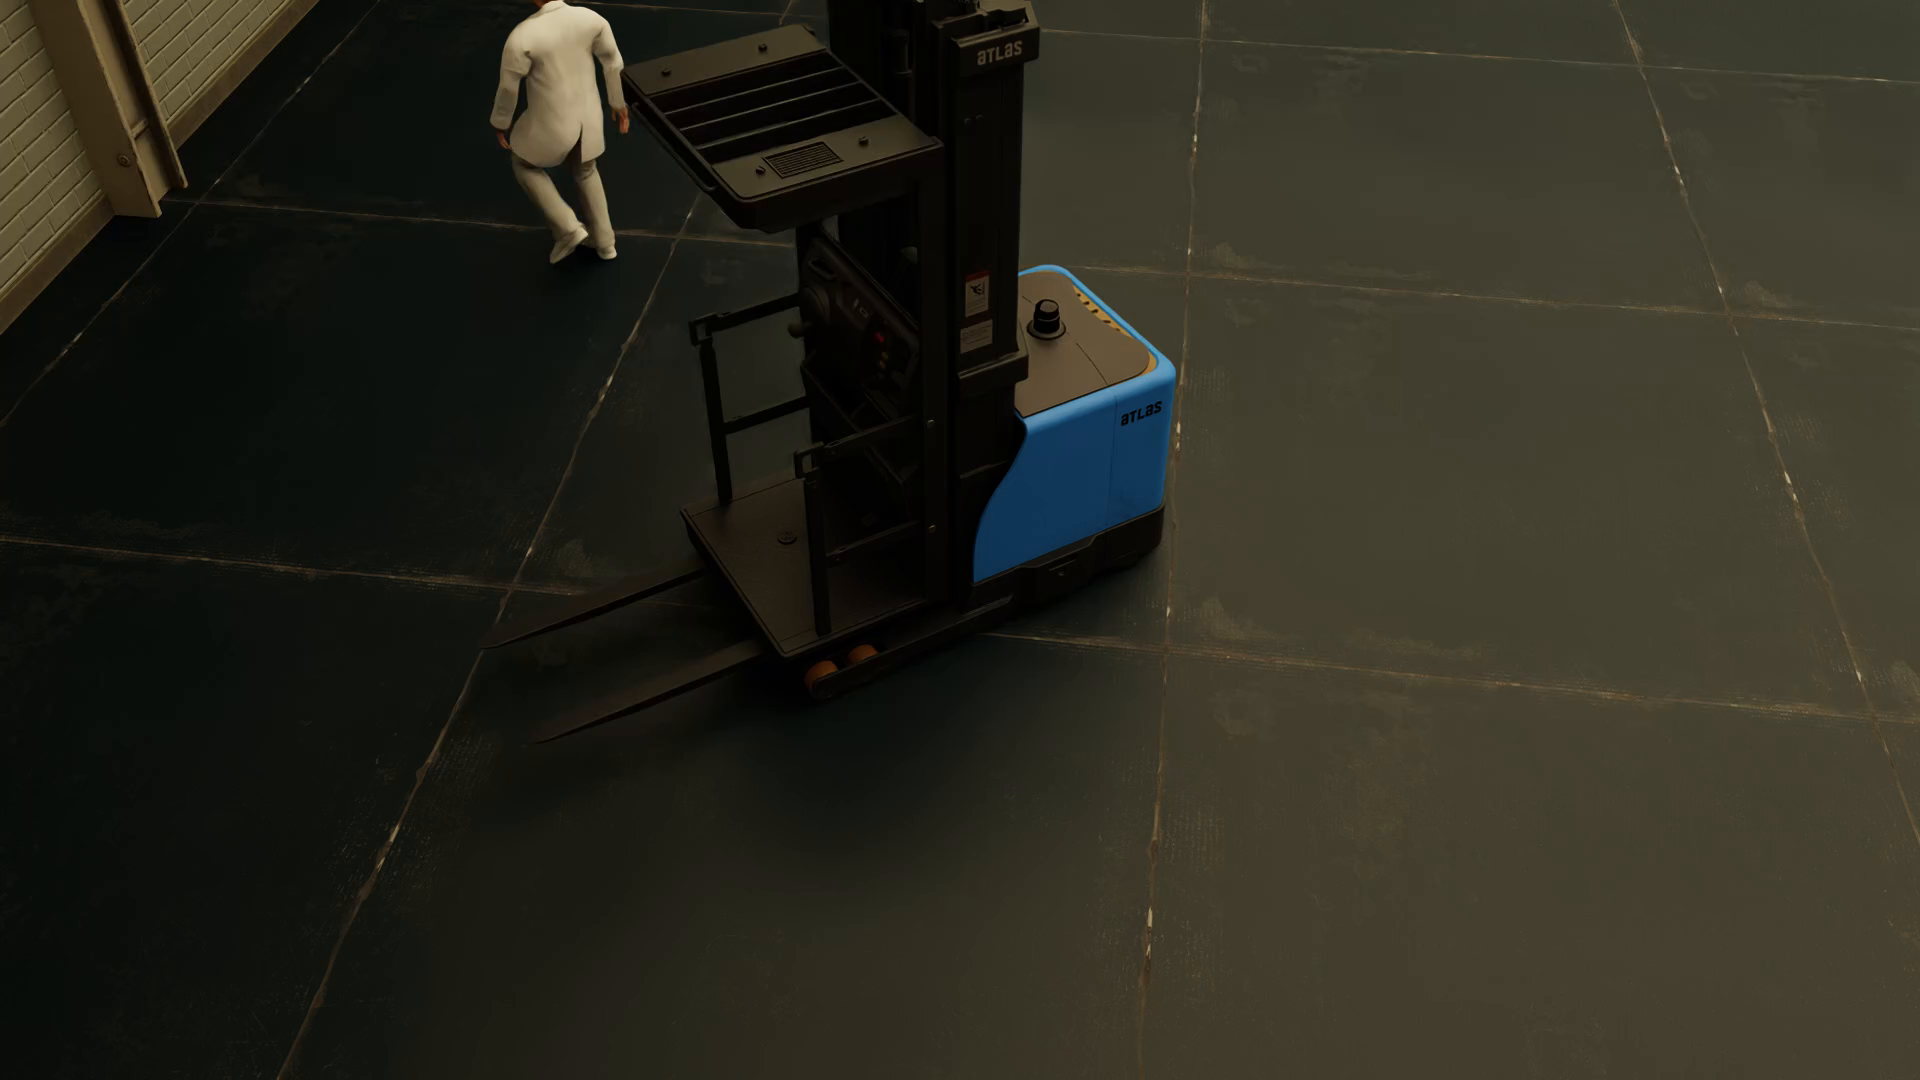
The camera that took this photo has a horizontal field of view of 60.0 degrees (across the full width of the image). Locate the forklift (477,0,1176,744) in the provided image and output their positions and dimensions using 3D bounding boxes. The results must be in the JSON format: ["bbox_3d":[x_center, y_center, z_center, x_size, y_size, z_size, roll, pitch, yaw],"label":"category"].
[{"bbox_3d":[-0.589,-0.808,6.603,3.031,2.935,1.130,-22,47,-22],"label":"forklift"}]

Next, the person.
[{"bbox_3d":[-2.194,-2.328,9.128,0.765,1.758,0.502,-32,51,-30],"label":"person"}]
